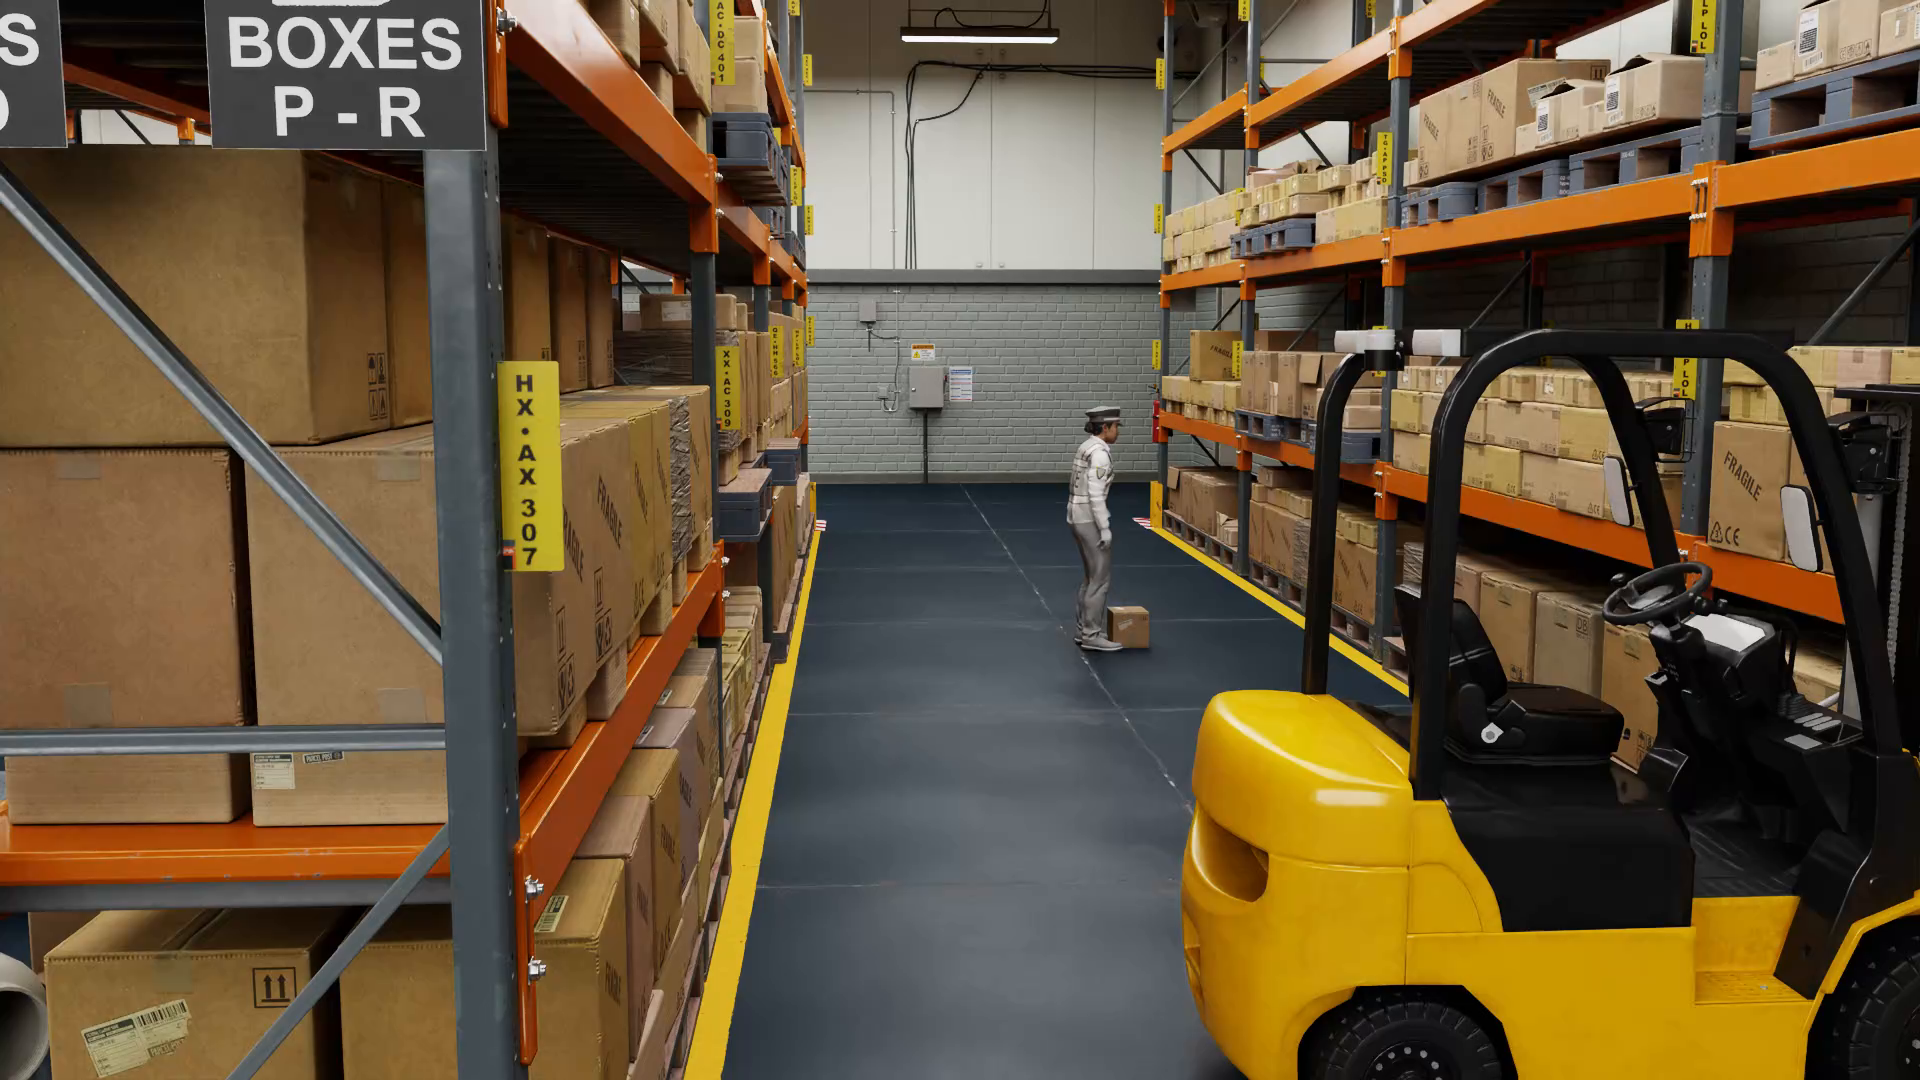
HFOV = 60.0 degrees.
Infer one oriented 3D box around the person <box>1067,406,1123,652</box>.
[{"bbox_3d":[0.935,-0.091,11.478,0.379,1.663,0.536,-1,7,-5],"label":"person"}]
